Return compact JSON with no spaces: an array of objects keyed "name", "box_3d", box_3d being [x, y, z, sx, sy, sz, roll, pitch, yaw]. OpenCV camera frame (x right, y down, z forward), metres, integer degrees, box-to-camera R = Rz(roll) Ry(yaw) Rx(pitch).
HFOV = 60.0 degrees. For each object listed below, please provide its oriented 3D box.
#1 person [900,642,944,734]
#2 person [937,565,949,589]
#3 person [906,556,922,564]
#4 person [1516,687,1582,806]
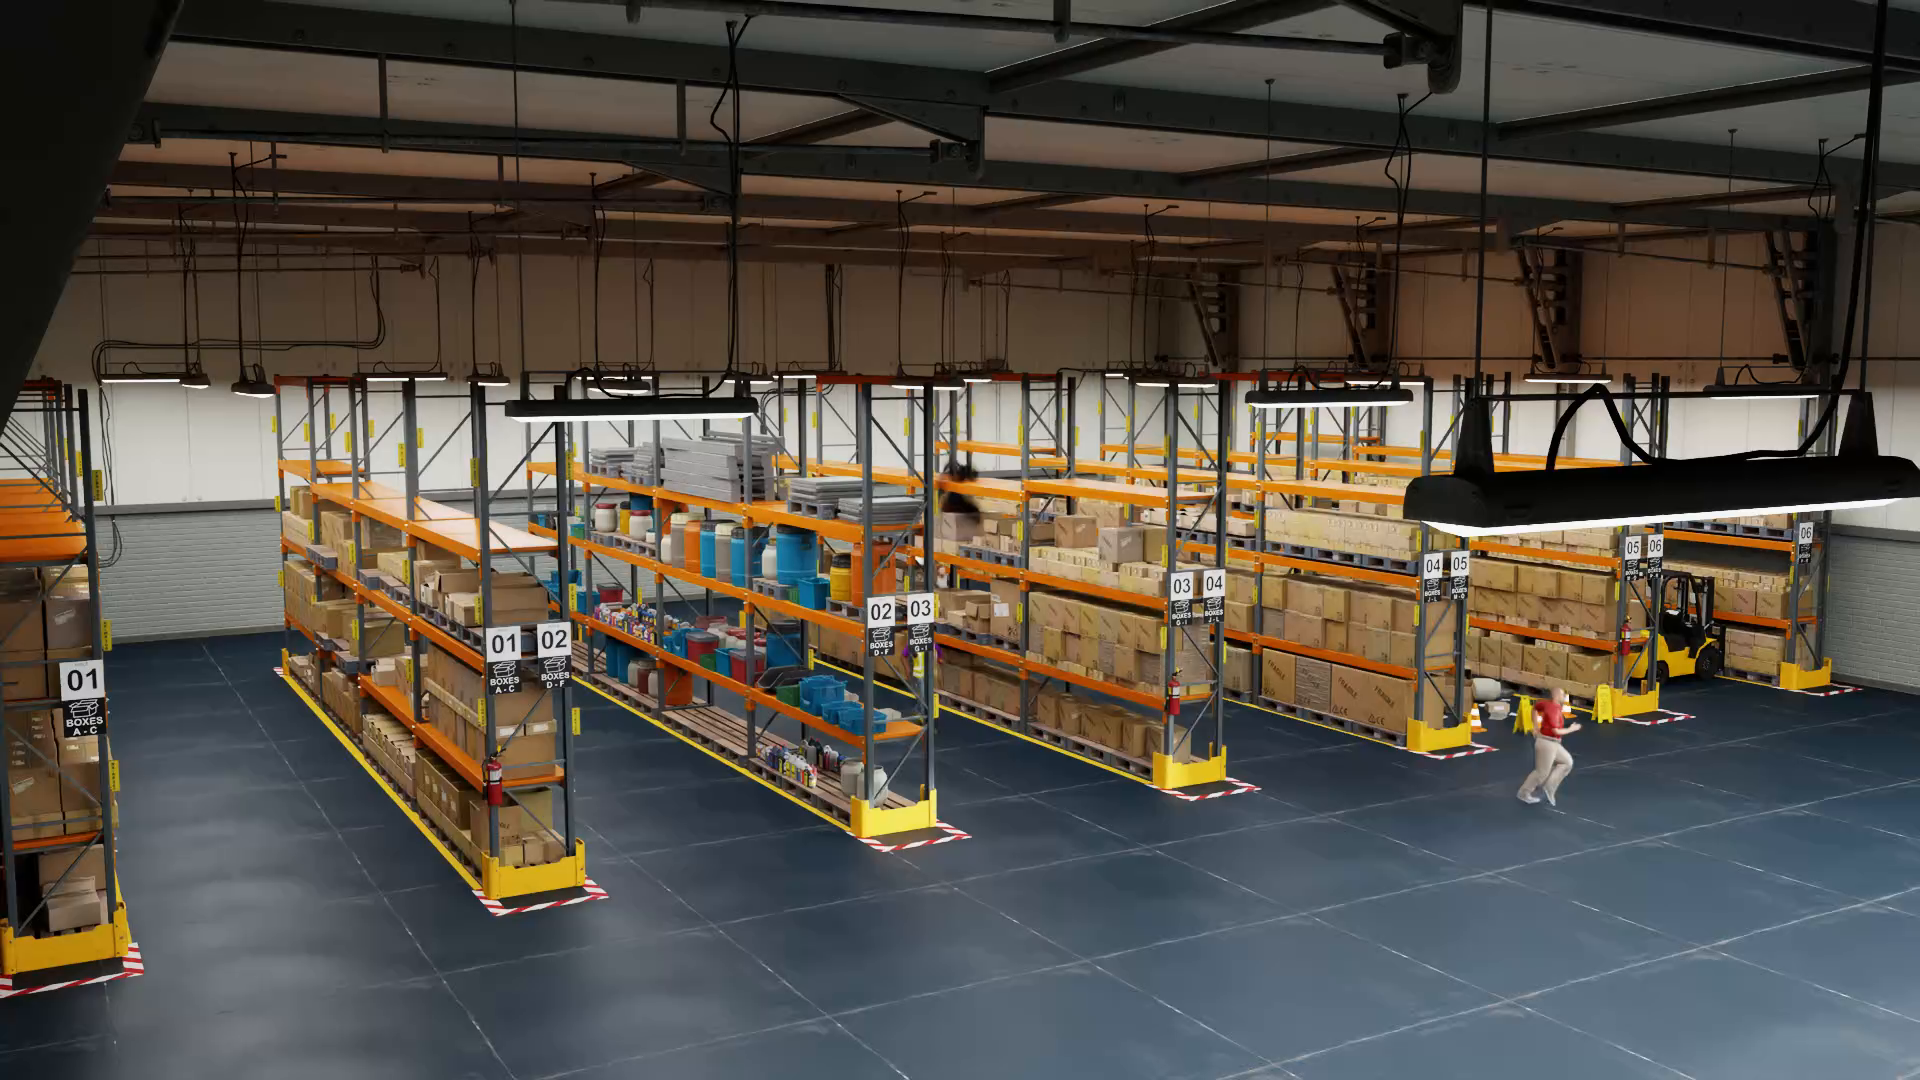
[{"name":"person","box_3d":[-0.590,2.335,28.283,0.693,1.778,0.946,-4,7,-33]},{"name":"person","box_3d":[-0.480,1.409,37.564,0.552,1.738,0.845,-4,7,-30]},{"name":"person","box_3d":[-1.287,0.925,41.794,0.679,1.729,0.818,-2,7,-16]},{"name":"person","box_3d":[8.319,2.916,23.478,0.828,1.719,0.694,2,7,17]}]
